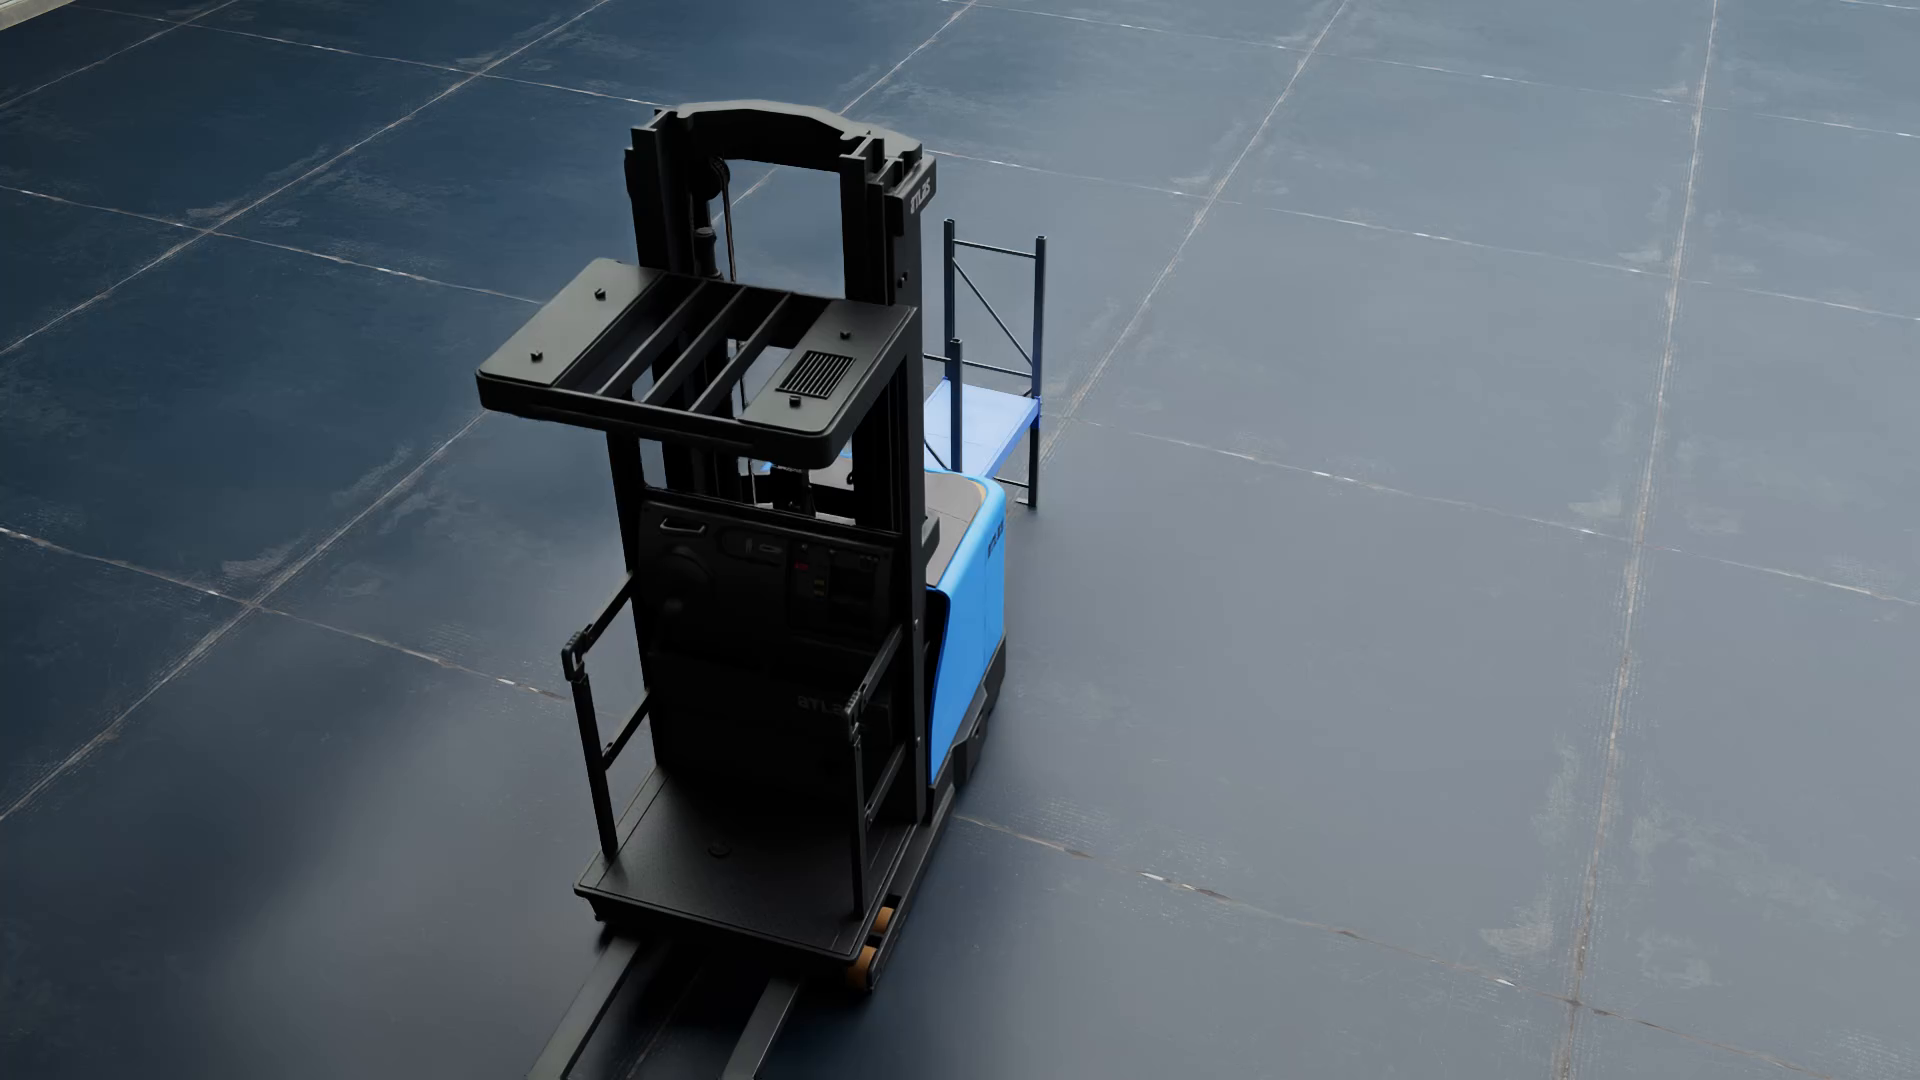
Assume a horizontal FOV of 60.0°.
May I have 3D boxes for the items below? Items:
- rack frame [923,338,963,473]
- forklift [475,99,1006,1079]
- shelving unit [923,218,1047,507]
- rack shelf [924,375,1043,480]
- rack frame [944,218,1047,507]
[{"bbox_3d":[-0.226,-0.272,7.361,0.500,1.500,0.032,14,39,18],"label":"rack frame"},{"bbox_3d":[-0.737,0.192,5.546,1.130,2.935,3.031,11,38,14],"label":"forklift"},{"bbox_3d":[-0.032,-0.553,7.738,0.538,1.500,1.048,14,39,18],"label":"shelving unit"},{"bbox_3d":[-0.032,-0.409,7.845,0.538,0.185,1.000,14,39,18],"label":"rack shelf"},{"bbox_3d":[0.161,-0.835,8.114,0.500,1.500,0.032,14,39,18],"label":"rack frame"}]
